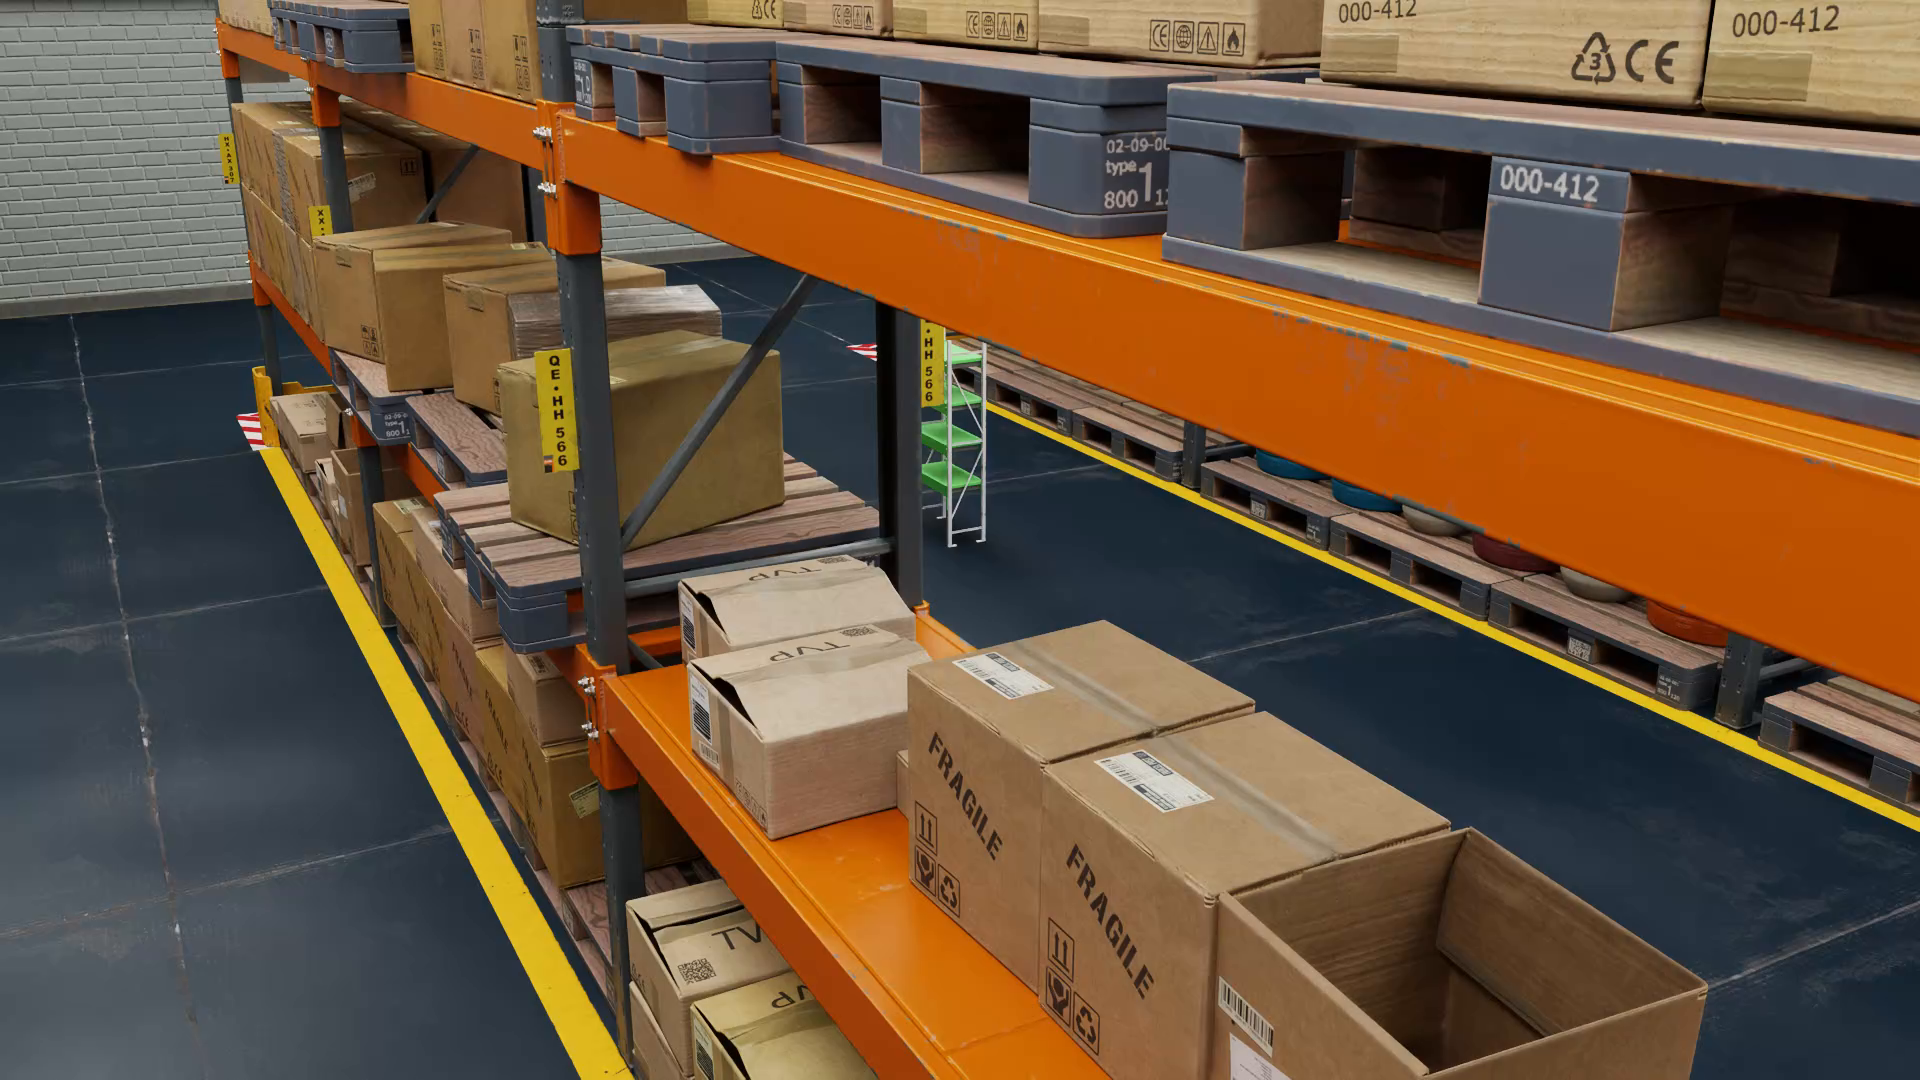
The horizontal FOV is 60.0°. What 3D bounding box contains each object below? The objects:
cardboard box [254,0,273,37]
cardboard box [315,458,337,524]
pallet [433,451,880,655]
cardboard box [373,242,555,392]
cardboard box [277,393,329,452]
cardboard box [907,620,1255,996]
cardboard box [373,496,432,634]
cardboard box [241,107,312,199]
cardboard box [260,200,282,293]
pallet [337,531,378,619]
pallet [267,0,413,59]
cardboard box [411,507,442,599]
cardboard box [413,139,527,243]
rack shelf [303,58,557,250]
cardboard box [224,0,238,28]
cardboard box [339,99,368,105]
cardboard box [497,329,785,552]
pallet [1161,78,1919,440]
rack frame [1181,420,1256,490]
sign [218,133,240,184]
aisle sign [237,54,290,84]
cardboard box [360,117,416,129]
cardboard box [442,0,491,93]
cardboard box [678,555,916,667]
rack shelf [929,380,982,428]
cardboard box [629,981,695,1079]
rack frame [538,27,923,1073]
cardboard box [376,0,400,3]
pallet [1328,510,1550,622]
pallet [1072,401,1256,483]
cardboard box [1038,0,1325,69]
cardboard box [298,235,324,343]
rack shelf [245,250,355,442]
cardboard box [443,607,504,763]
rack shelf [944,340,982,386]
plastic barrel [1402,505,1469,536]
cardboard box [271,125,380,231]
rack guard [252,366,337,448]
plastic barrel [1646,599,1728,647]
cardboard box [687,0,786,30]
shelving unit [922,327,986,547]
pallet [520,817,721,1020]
[{"bbox_3d":[-3.416,-2.795,8.763,0.500,0.250,0.500,-10,21,-27],"label":"cardboard box"},{"bbox_3d":[-3.354,-0.334,9.447,0.500,0.311,0.500,-10,21,-27],"label":"cardboard box"},{"bbox_3d":[-0.962,-0.007,5.346,1.213,0.211,1.003,-10,21,-27],"label":"pallet"},{"bbox_3d":[-2.067,-0.949,6.987,0.700,0.500,0.500,-6,20,-18],"label":"cardboard box"},{"bbox_3d":[-4.131,-0.775,10.819,0.500,0.250,0.500,-10,21,-27],"label":"cardboard box"},{"bbox_3d":[0.233,0.518,3.377,0.500,0.500,0.500,-11,22,-30],"label":"cardboard box"},{"bbox_3d":[-2.463,0.088,7.934,0.500,0.500,0.500,-11,22,-29],"label":"cardboard box"},{"bbox_3d":[-4.144,-2.413,10.339,0.500,0.500,0.500,-10,21,-26],"label":"cardboard box"},{"bbox_3d":[-3.913,-1.797,10.088,0.500,0.500,0.500,-10,21,-27],"label":"cardboard box"},{"bbox_3d":[-2.803,0.059,9.137,1.003,0.211,1.213,-10,21,-27],"label":"pallet"},{"bbox_3d":[-2.230,-2.193,7.077,1.213,0.211,1.003,-10,21,-27],"label":"pallet"},{"bbox_3d":[-1.988,0.021,6.980,0.500,0.250,0.500,-10,21,-27],"label":"cardboard box"},{"bbox_3d":[-2.454,-1.761,8.449,0.500,0.500,0.500,-9,21,-25],"label":"cardboard box"},{"bbox_3d":[-1.528,-1.566,6.074,1.077,0.370,4.000,-10,21,-27],"label":"rack shelf"},{"bbox_3d":[-4.131,-3.225,10.010,0.500,0.250,0.500,-10,21,-27],"label":"cardboard box"},{"bbox_3d":[-3.924,-2.645,11.012,0.500,0.500,0.500,-10,22,-27],"label":"cardboard box"},{"bbox_3d":[-0.977,-0.323,5.171,0.500,0.500,0.700,16,25,39],"label":"cardboard box"},{"bbox_3d":[0.891,-0.344,1.725,0.805,0.209,1.217,-11,22,-29],"label":"pallet"},{"bbox_3d":[1.883,-1.828,10.330,1.000,3.000,0.127,-10,21,-27],"label":"rack frame"},{"bbox_3d":[-4.855,-2.535,11.053,0.100,0.325,0.005,-10,21,-27],"label":"sign"},{"bbox_3d":[-4.668,-3.413,10.939,0.394,0.787,0.004,-10,21,-27],"label":"aisle sign"},{"bbox_3d":[-3.189,-2.204,9.735,0.500,0.500,0.500,-9,21,-25],"label":"cardboard box"},{"bbox_3d":[-1.057,-1.645,5.049,0.910,0.500,0.500,-10,21,-27],"label":"cardboard box"},{"bbox_3d":[-0.444,0.240,4.475,0.500,0.311,0.500,-9,21,-23],"label":"cardboard box"},{"bbox_3d":[-0.079,-0.781,9.516,0.258,0.148,0.480,-10,21,-27],"label":"rack shelf"},{"bbox_3d":[-0.588,1.384,4.595,0.500,0.250,0.500,-10,21,-27],"label":"cardboard box"},{"bbox_3d":[-0.578,0.086,4.782,1.000,3.000,0.127,-10,21,-27],"label":"rack frame"},{"bbox_3d":[-1.966,-2.428,6.522,0.600,0.600,0.600,-10,22,-27],"label":"cardboard box"},{"bbox_3d":[2.796,0.069,9.108,1.003,0.211,1.213,-10,21,-27],"label":"pallet"},{"bbox_3d":[1.500,-0.715,11.380,1.003,0.211,1.213,-10,21,-27],"label":"pallet"},{"bbox_3d":[0.467,-0.869,2.539,0.500,0.250,0.500,-12,22,-31],"label":"cardboard box"},{"bbox_3d":[-3.187,-1.361,8.823,0.500,0.500,0.500,-9,21,-25],"label":"cardboard box"},{"bbox_3d":[-3.428,-1.296,9.891,1.077,0.370,4.000,-10,21,-27],"label":"rack shelf"},{"bbox_3d":[-1.729,0.530,6.655,0.500,0.500,0.500,-11,22,-29],"label":"cardboard box"},{"bbox_3d":[-0.079,-1.008,9.438,0.258,0.148,0.480,-10,21,-27],"label":"rack shelf"},{"bbox_3d":[2.652,-0.312,9.109,0.421,0.512,0.421,0,19,0],"label":"plastic barrel"},{"bbox_3d":[-3.431,-1.978,9.079,0.500,0.500,0.500,-10,21,-26],"label":"cardboard box"},{"bbox_3d":[-4.341,-1.007,11.782,1.175,0.500,0.348,-10,21,-27],"label":"rack guard"},{"bbox_3d":[3.535,0.010,7.688,0.600,0.830,0.708,-10,21,-27],"label":"plastic barrel"},{"bbox_3d":[-0.313,-1.338,3.897,0.500,0.250,0.500,-12,22,-31],"label":"cardboard box"},{"bbox_3d":[-0.079,-0.615,9.573,0.258,1.200,0.503,-10,21,-27],"label":"shelving unit"},{"bbox_3d":[-0.900,1.184,5.875,1.003,0.211,1.213,-10,21,-27],"label":"pallet"}]
